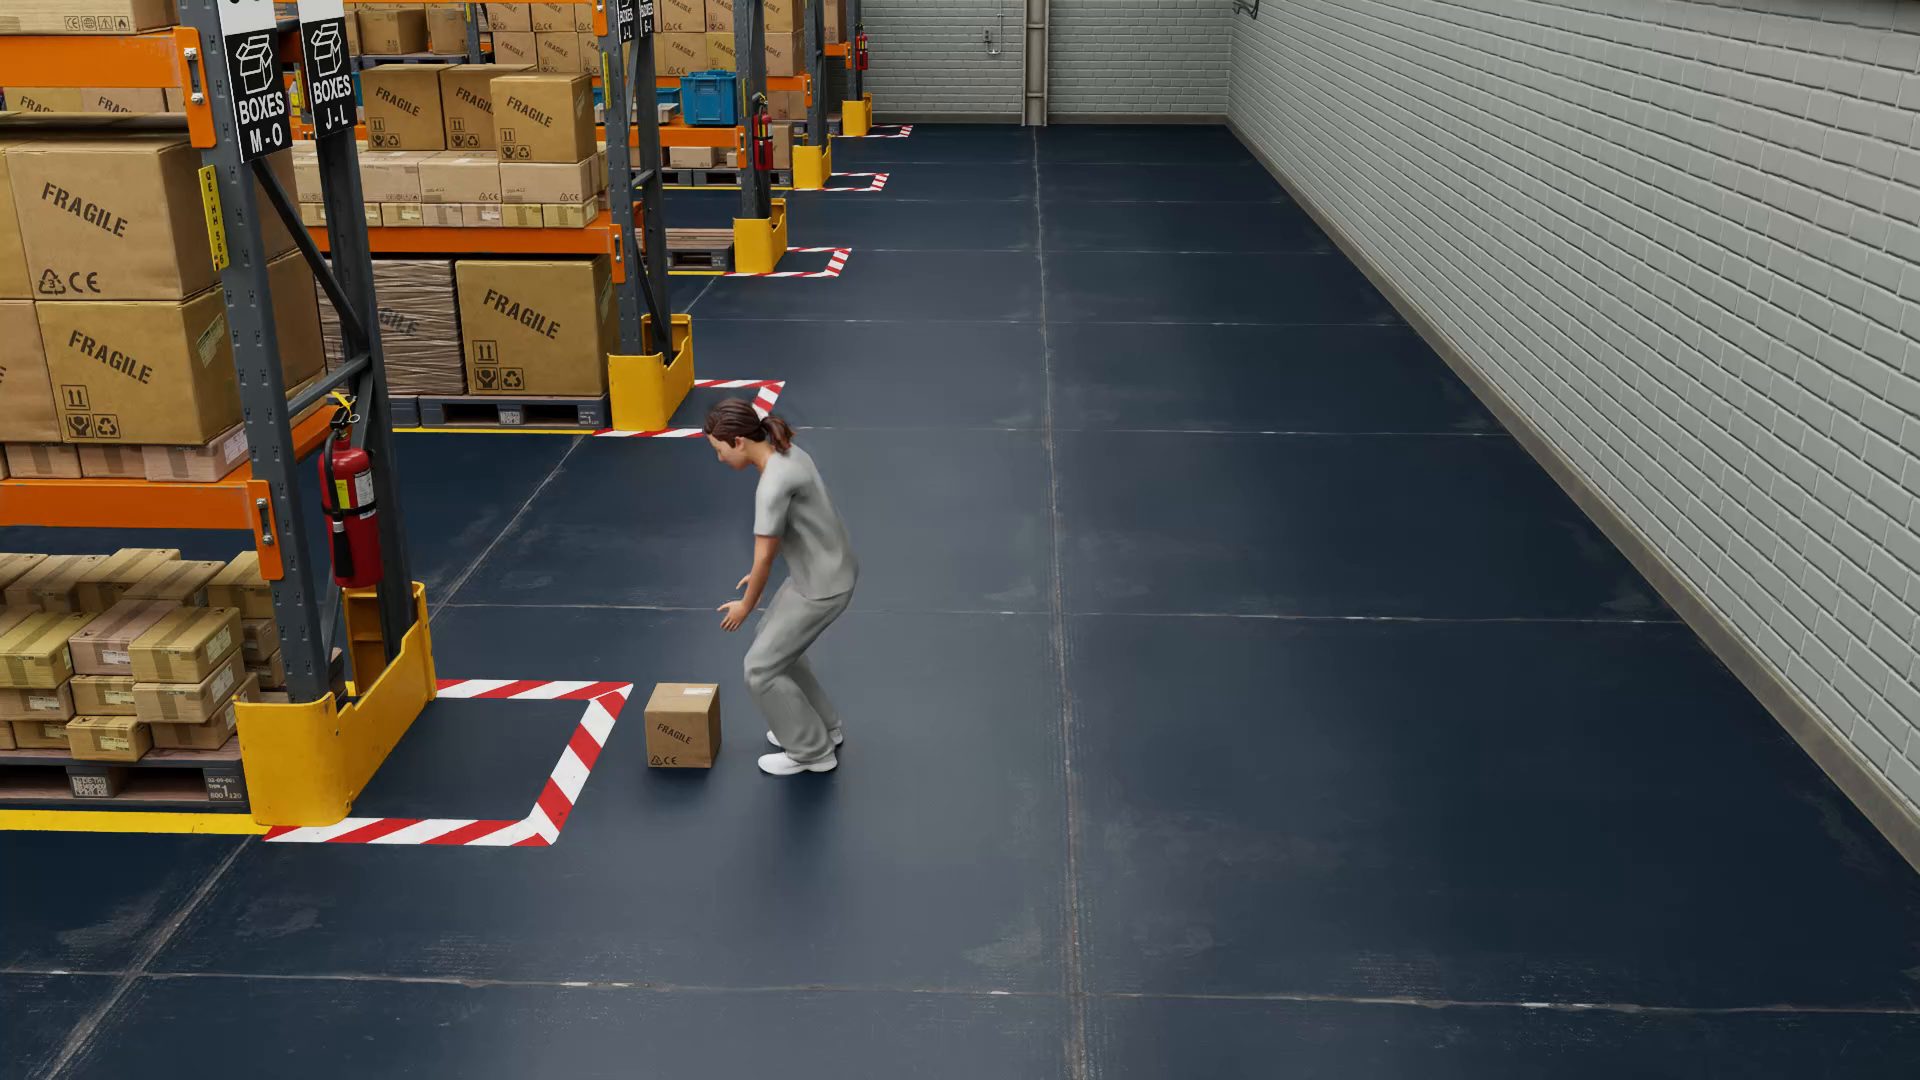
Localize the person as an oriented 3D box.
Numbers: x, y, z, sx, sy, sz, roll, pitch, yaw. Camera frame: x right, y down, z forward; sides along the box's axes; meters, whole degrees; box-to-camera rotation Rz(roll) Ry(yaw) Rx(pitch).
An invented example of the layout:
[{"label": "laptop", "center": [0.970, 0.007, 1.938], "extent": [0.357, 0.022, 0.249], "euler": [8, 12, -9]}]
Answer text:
[{"label": "person", "center": [-0.670, 0.181, 6.376], "extent": [0.554, 1.493, 0.486], "euler": [1, 21, 2]}]
